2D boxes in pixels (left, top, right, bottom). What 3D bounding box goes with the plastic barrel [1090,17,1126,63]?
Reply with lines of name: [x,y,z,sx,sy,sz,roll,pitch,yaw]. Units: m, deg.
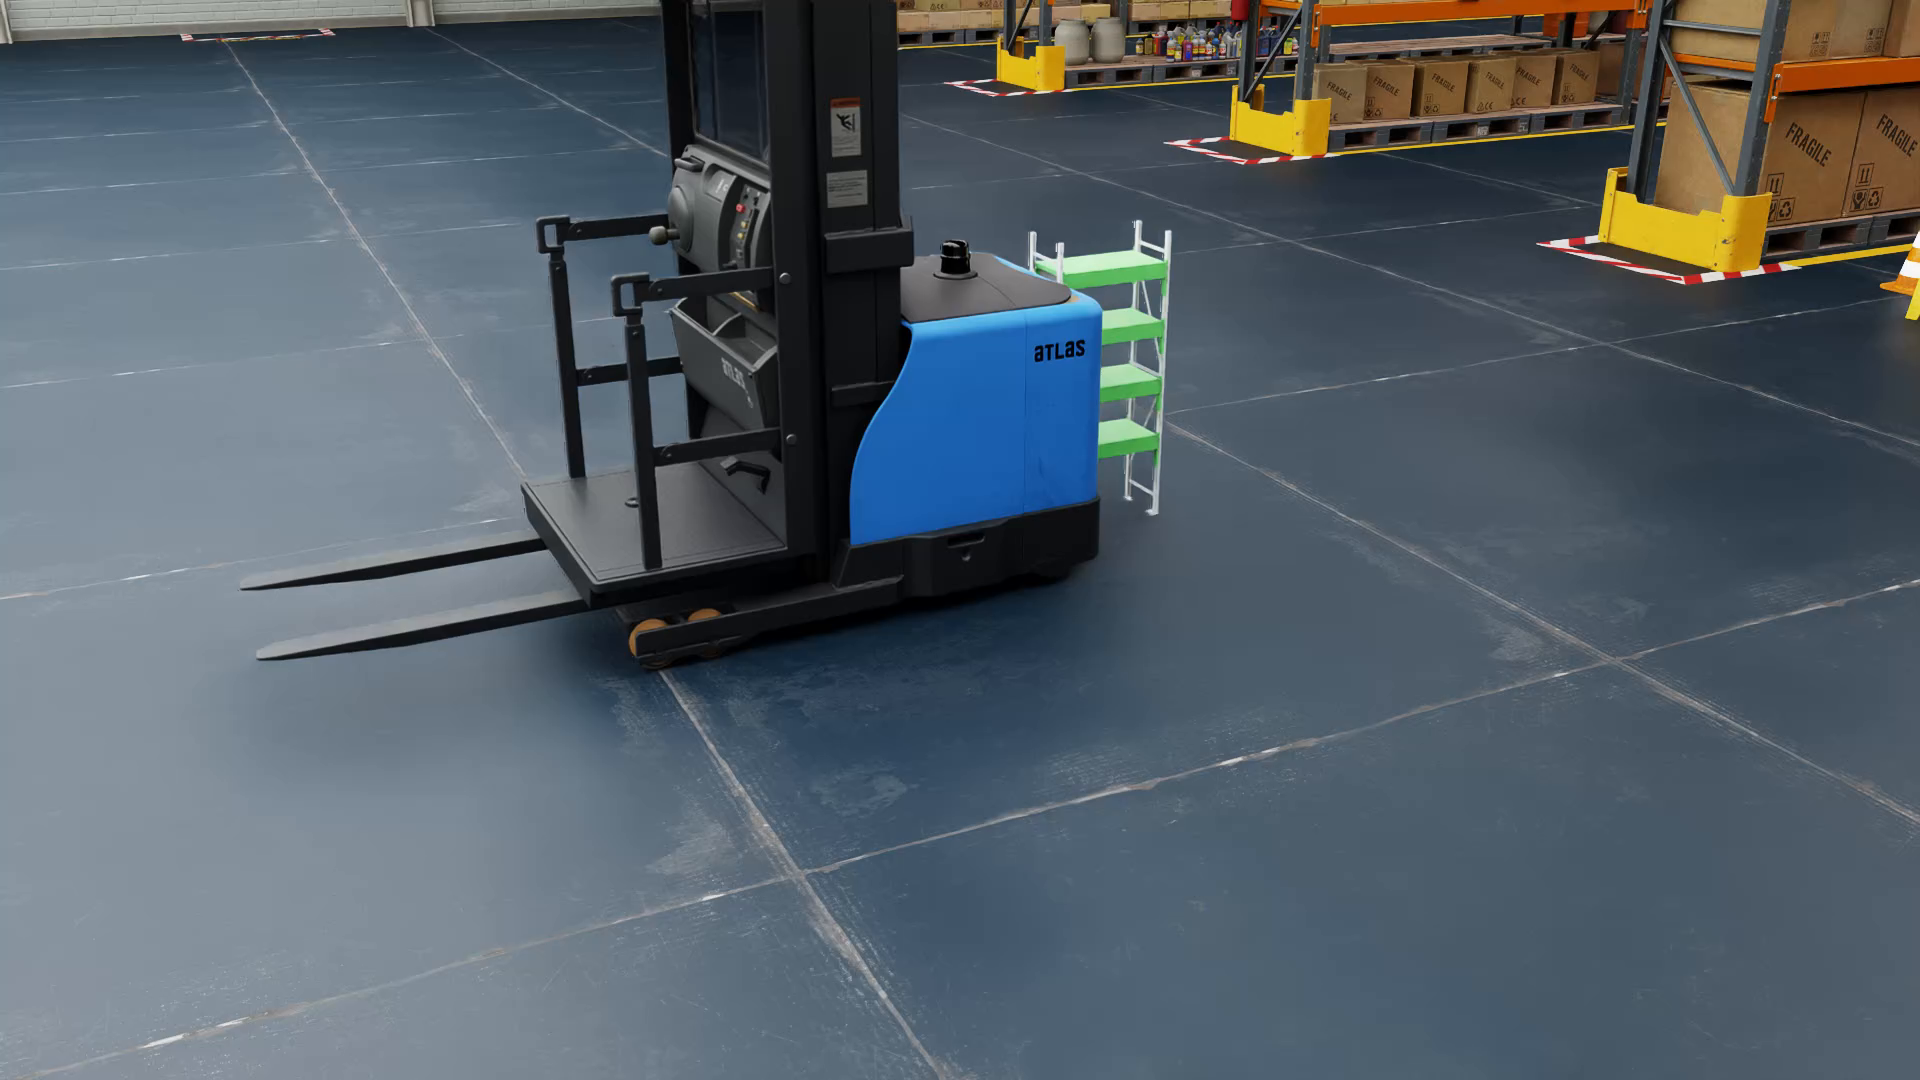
plastic barrel: [1.802,-6.080,20.221,0.421,0.512,0.421,0,22,0]

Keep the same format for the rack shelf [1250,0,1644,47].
rack shelf: [4.740,-5.110,16.112,4.000,0.370,1.077,-10,25,-24]

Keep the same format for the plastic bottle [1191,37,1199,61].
plastic bottle: [2.868,-6.010,20.339,0.097,0.271,0.097,0,22,0]

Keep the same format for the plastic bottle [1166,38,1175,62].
plastic bottle: [2.559,-5.953,20.202,0.097,0.271,0.097,0,22,0]

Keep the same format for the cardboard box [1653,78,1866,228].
cardboard box: [5.581,-2.732,11.656,0.875,0.875,0.875,-10,25,-23]

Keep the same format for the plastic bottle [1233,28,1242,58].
plastic bottle: [3.475,-6.168,20.618,0.185,0.351,0.144,-11,25,-24]

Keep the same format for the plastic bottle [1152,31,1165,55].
plastic bottle: [2.494,-6.250,20.913,0.135,0.276,0.152,-10,25,-23]

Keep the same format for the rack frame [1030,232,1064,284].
rack frame: [0.337,-0.617,6.672,0.015,1.200,0.240,-11,25,-24]

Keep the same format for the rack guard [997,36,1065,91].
rack guard: [0.838,-5.691,19.845,0.348,0.500,1.175,-10,25,-24]

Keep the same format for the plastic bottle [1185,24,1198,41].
plastic bottle: [2.934,-6.367,21.098,0.185,0.351,0.144,-11,25,-24]

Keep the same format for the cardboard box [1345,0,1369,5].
cardboard box: [3.532,-4.994,15.221,0.250,0.149,0.380,-10,25,-24]

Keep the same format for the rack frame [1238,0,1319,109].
rack frame: [2.938,-5.110,15.173,0.127,3.000,1.000,-10,25,-24]

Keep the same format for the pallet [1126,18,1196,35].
pallet: [2.896,-8.036,25.886,1.213,0.211,1.003,-10,25,-24]

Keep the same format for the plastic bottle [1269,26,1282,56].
plastic bottle: [3.939,-6.254,20.824,0.185,0.351,0.144,-11,25,-25]

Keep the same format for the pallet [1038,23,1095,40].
pallet: [1.515,-7.782,25.275,1.213,0.211,1.003,-10,25,-24]

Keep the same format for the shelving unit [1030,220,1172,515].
shelving unit: [0.555,-0.659,6.773,0.503,1.200,0.258,-11,25,-24]

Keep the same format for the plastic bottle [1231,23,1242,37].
plastic bottle: [3.550,-6.419,21.224,0.185,0.351,0.144,-10,25,-24]

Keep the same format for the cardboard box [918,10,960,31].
cardboard box: [-0.326,-7.545,24.101,0.500,0.250,0.500,-10,25,-24]

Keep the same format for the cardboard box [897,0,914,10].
cardboard box: [-1.001,-7.986,24.187,0.500,0.500,0.500,-10,25,-24]

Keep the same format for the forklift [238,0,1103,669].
forklift: [-1.016,-1.144,5.681,3.031,2.935,1.130,-11,25,-24]

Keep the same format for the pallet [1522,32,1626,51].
pallet: [8.691,-7.001,23.387,1.213,0.211,1.003,-10,25,-24]

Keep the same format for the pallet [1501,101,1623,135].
pallet: [5.953,-4.362,17.011,1.213,0.211,1.003,-10,25,-24]

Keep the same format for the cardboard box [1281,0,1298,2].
cardboard box: [3.106,-5.112,15.507,0.250,0.149,0.380,-10,25,-24]

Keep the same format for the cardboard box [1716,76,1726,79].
cardboard box: [8.047,-5.082,17.798,0.500,0.500,0.700,-13,26,-28]

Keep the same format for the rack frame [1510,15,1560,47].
rack frame: [7.999,-8.144,22.503,0.127,3.000,1.000,-10,25,-24]

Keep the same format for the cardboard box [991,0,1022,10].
cardboard box: [0.578,-8.055,24.353,0.500,0.500,0.500,-10,25,-24]

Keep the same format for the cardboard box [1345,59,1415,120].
cardboard box: [4.032,-4.358,16.075,0.500,0.500,0.500,-4,23,-10]

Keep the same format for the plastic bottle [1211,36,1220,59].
plastic bottle: [3.141,-6.060,20.460,0.097,0.271,0.097,0,22,0]

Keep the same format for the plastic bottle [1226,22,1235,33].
plastic bottle: [3.487,-6.469,21.344,0.185,0.351,0.144,-10,24,-22]

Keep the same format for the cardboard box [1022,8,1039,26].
cardboard box: [1.028,-7.792,24.698,0.500,0.250,0.500,-10,25,-24]

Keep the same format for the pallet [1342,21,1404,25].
pallet: [6.543,-8.674,27.429,1.213,0.211,1.003,-10,25,-24]

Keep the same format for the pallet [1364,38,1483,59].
pallet: [6.186,-6.540,22.273,1.213,0.211,1.003,-10,25,-24]

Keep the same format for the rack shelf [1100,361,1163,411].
rack shelf: [0.555,-0.600,6.797,0.480,0.148,0.258,-11,25,-24]

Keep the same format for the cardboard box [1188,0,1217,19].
cardboard box: [3.647,-8.265,25.840,0.500,0.250,0.500,-11,25,-25]

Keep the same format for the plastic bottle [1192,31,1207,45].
plastic bottle: [3.021,-6.286,20.999,0.135,0.276,0.152,-10,25,-24]

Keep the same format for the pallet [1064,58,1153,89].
pallet: [1.573,-5.690,20.221,1.213,0.211,1.003,-10,25,-24]

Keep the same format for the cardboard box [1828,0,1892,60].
cardboard box: [5.799,-3.629,11.400,0.550,0.550,0.875,-10,25,-24]

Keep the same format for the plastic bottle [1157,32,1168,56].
plastic bottle: [2.541,-6.217,20.823,0.133,0.283,0.061,-10,25,-24]

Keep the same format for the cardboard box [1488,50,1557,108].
cardboard box: [5.652,-4.663,16.811,0.500,0.500,0.500,-3,23,-7]

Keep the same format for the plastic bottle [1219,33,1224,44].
plastic bottle: [3.280,-6.148,20.657,0.133,0.283,0.061,-10,25,-24]

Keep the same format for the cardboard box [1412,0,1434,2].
cardboard box: [4.208,-5.118,15.521,0.250,0.149,0.380,-10,25,-24]

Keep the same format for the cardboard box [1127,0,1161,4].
cardboard box: [2.730,-8.354,25.322,0.500,0.311,0.500,-10,25,-23]

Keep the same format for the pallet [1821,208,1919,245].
pallet: [6.783,-2.456,12.407,1.213,0.211,1.003,-10,25,-24]

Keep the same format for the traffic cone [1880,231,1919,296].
traffic cone: [6.093,-1.811,10.519,0.334,0.463,0.336,-10,25,-24]

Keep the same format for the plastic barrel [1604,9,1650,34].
plastic barrel: [9.450,-7.498,23.546,0.708,0.588,0.600,-10,25,-24]
